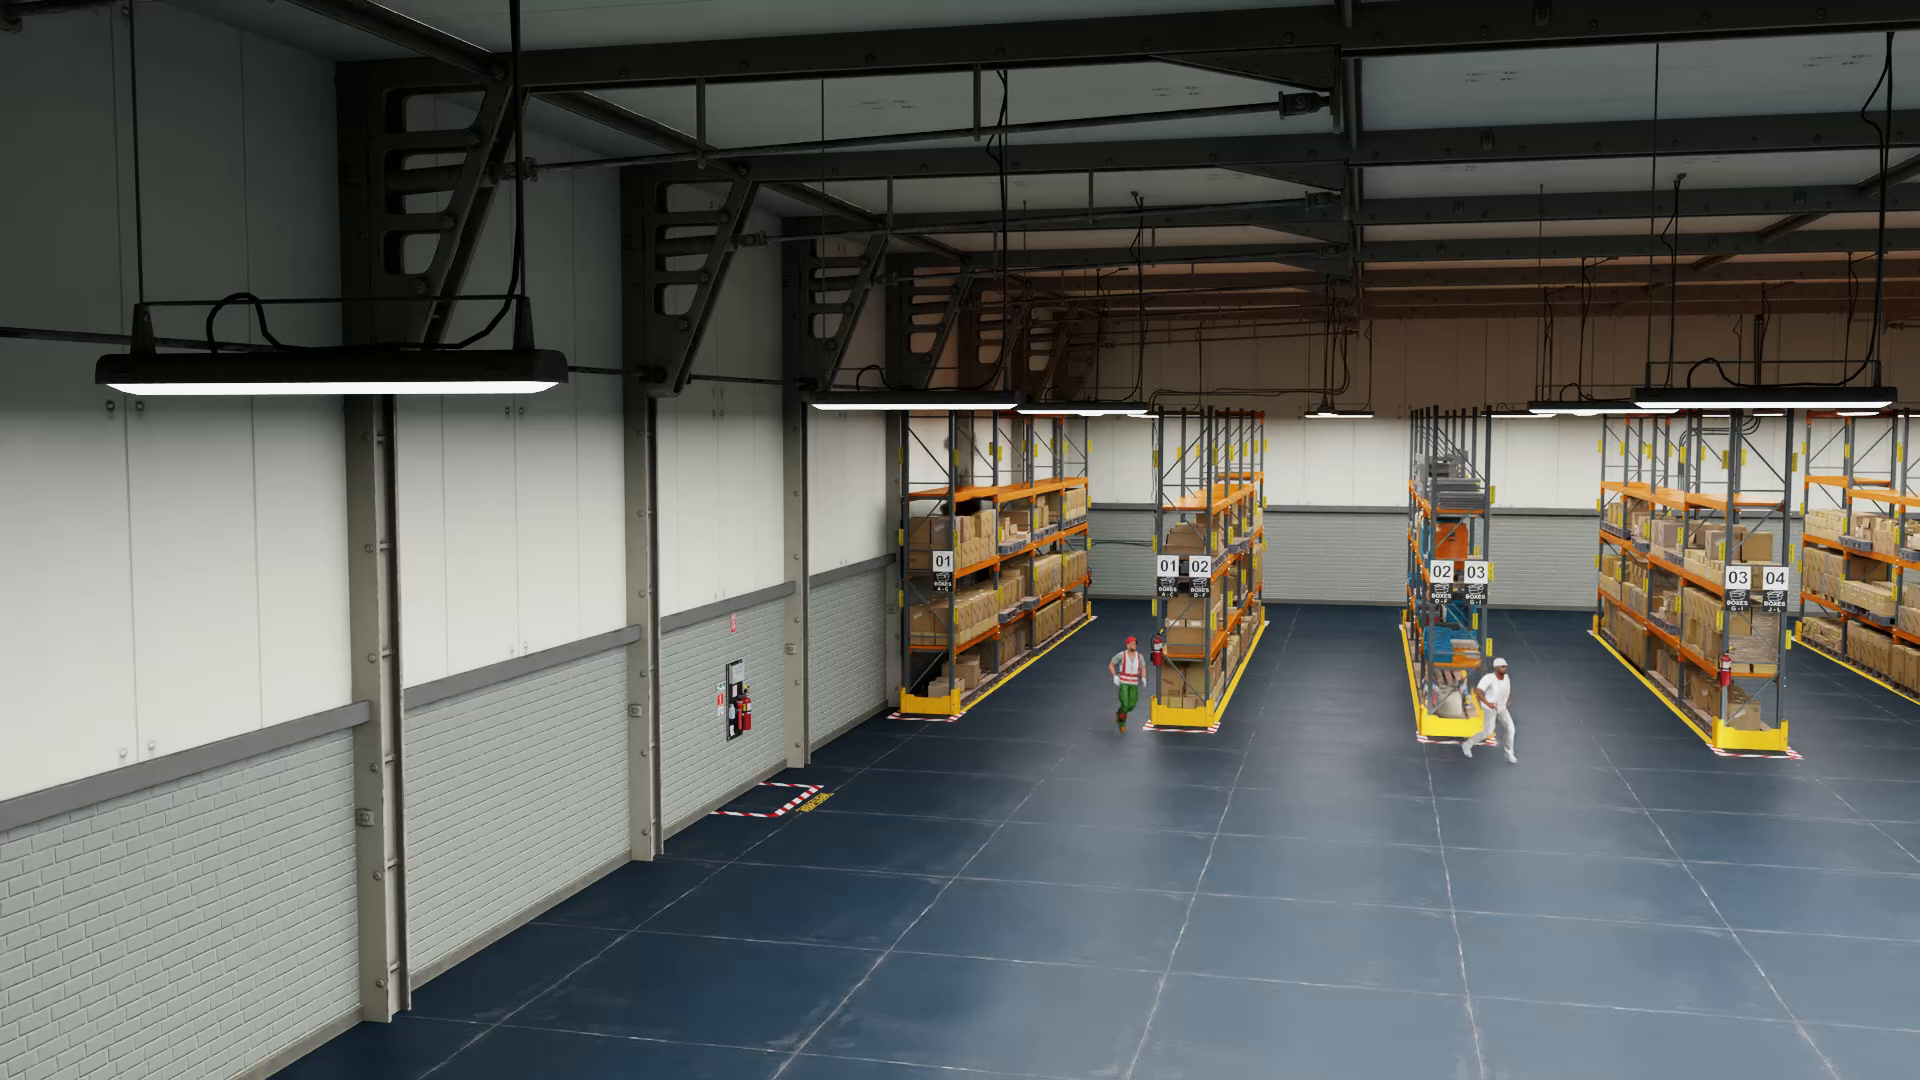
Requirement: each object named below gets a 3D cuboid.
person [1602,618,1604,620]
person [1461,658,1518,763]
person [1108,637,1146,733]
[{"bbox_3d":[17.991,1.675,45.668,0.711,1.684,0.672,1,4,11],"label":"person"},{"bbox_3d":[8.995,2.864,28.026,0.915,1.761,0.744,-3,5,-33],"label":"person"},{"bbox_3d":[3.109,2.655,30.754,0.716,1.741,0.548,-1,4,-17],"label":"person"}]
